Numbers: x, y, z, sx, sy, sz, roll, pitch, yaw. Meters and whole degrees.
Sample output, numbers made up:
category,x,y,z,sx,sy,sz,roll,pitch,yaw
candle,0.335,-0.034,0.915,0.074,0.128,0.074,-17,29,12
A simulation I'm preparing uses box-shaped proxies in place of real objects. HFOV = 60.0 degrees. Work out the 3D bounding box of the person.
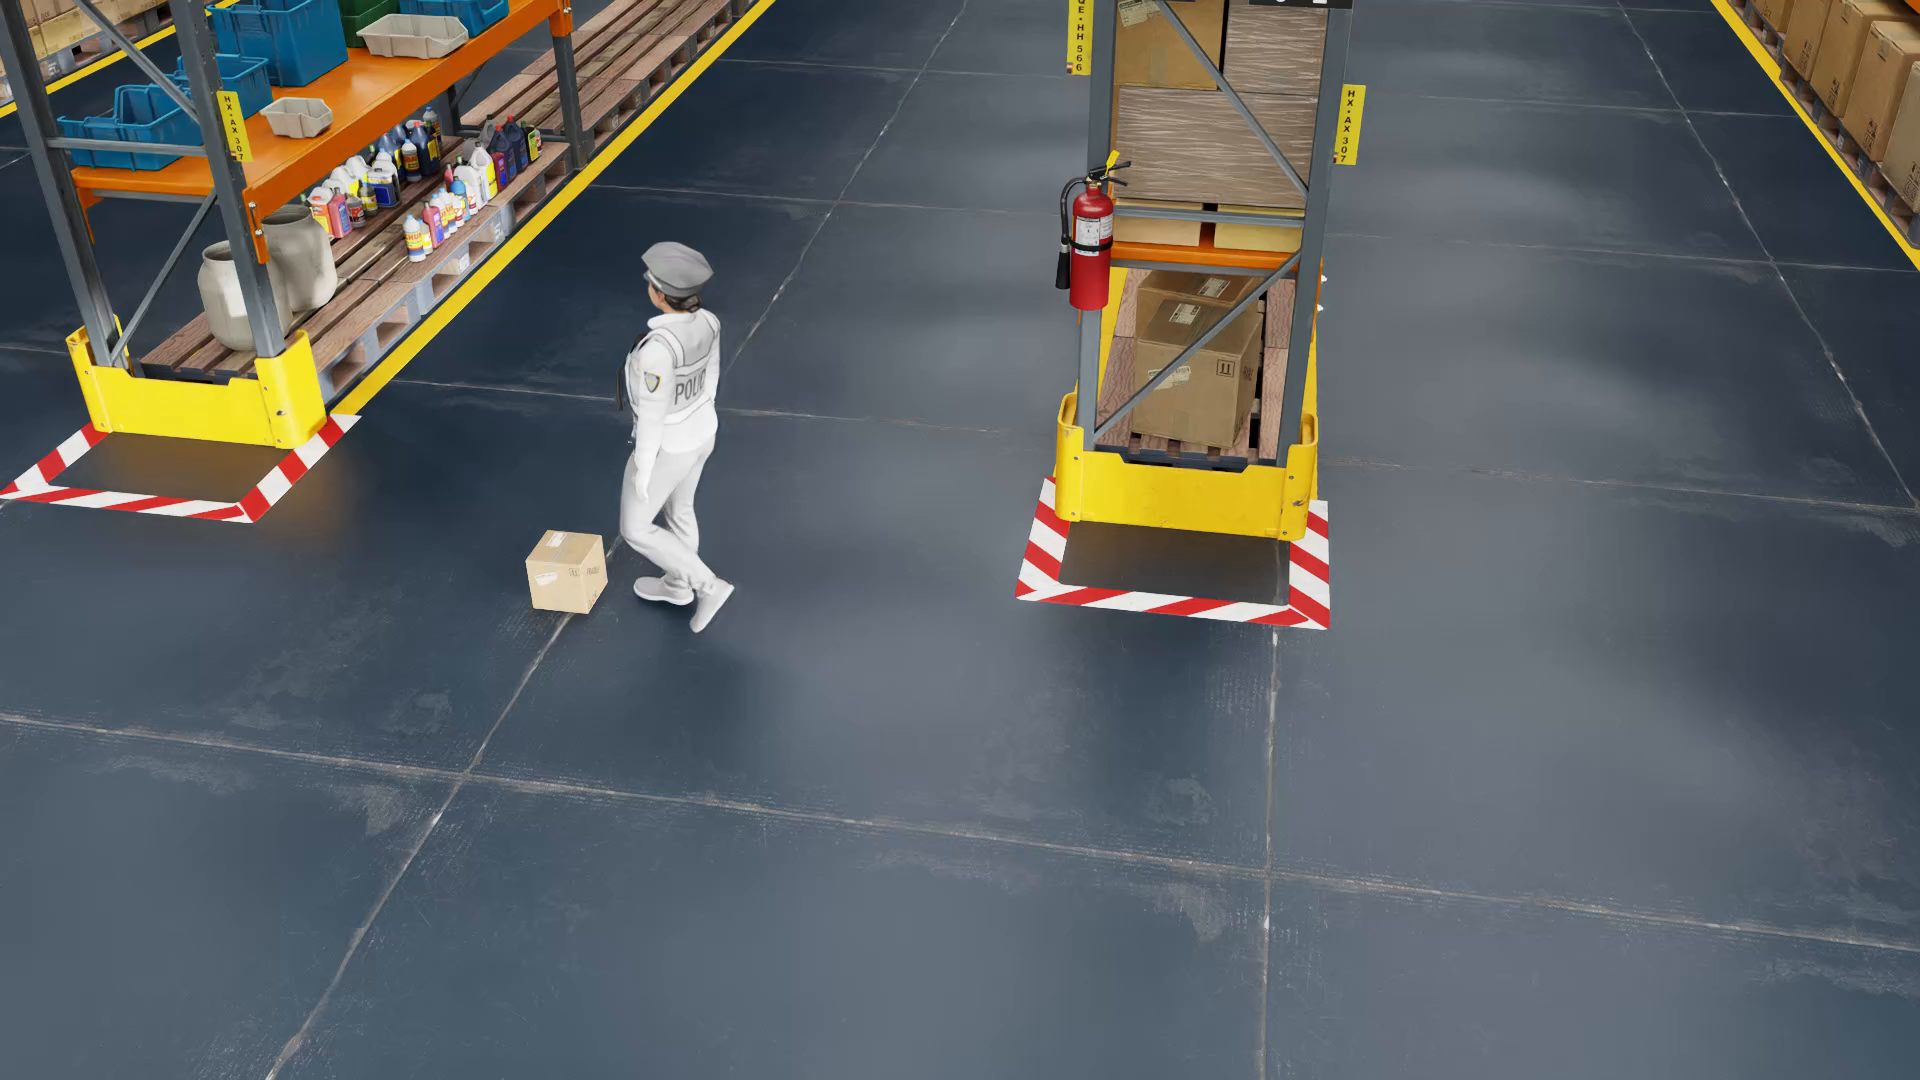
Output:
category,x,y,z,sx,sy,sz,roll,pitch,yaw
person,-1.169,-0.398,6.692,0.606,1.683,0.511,13,35,19
